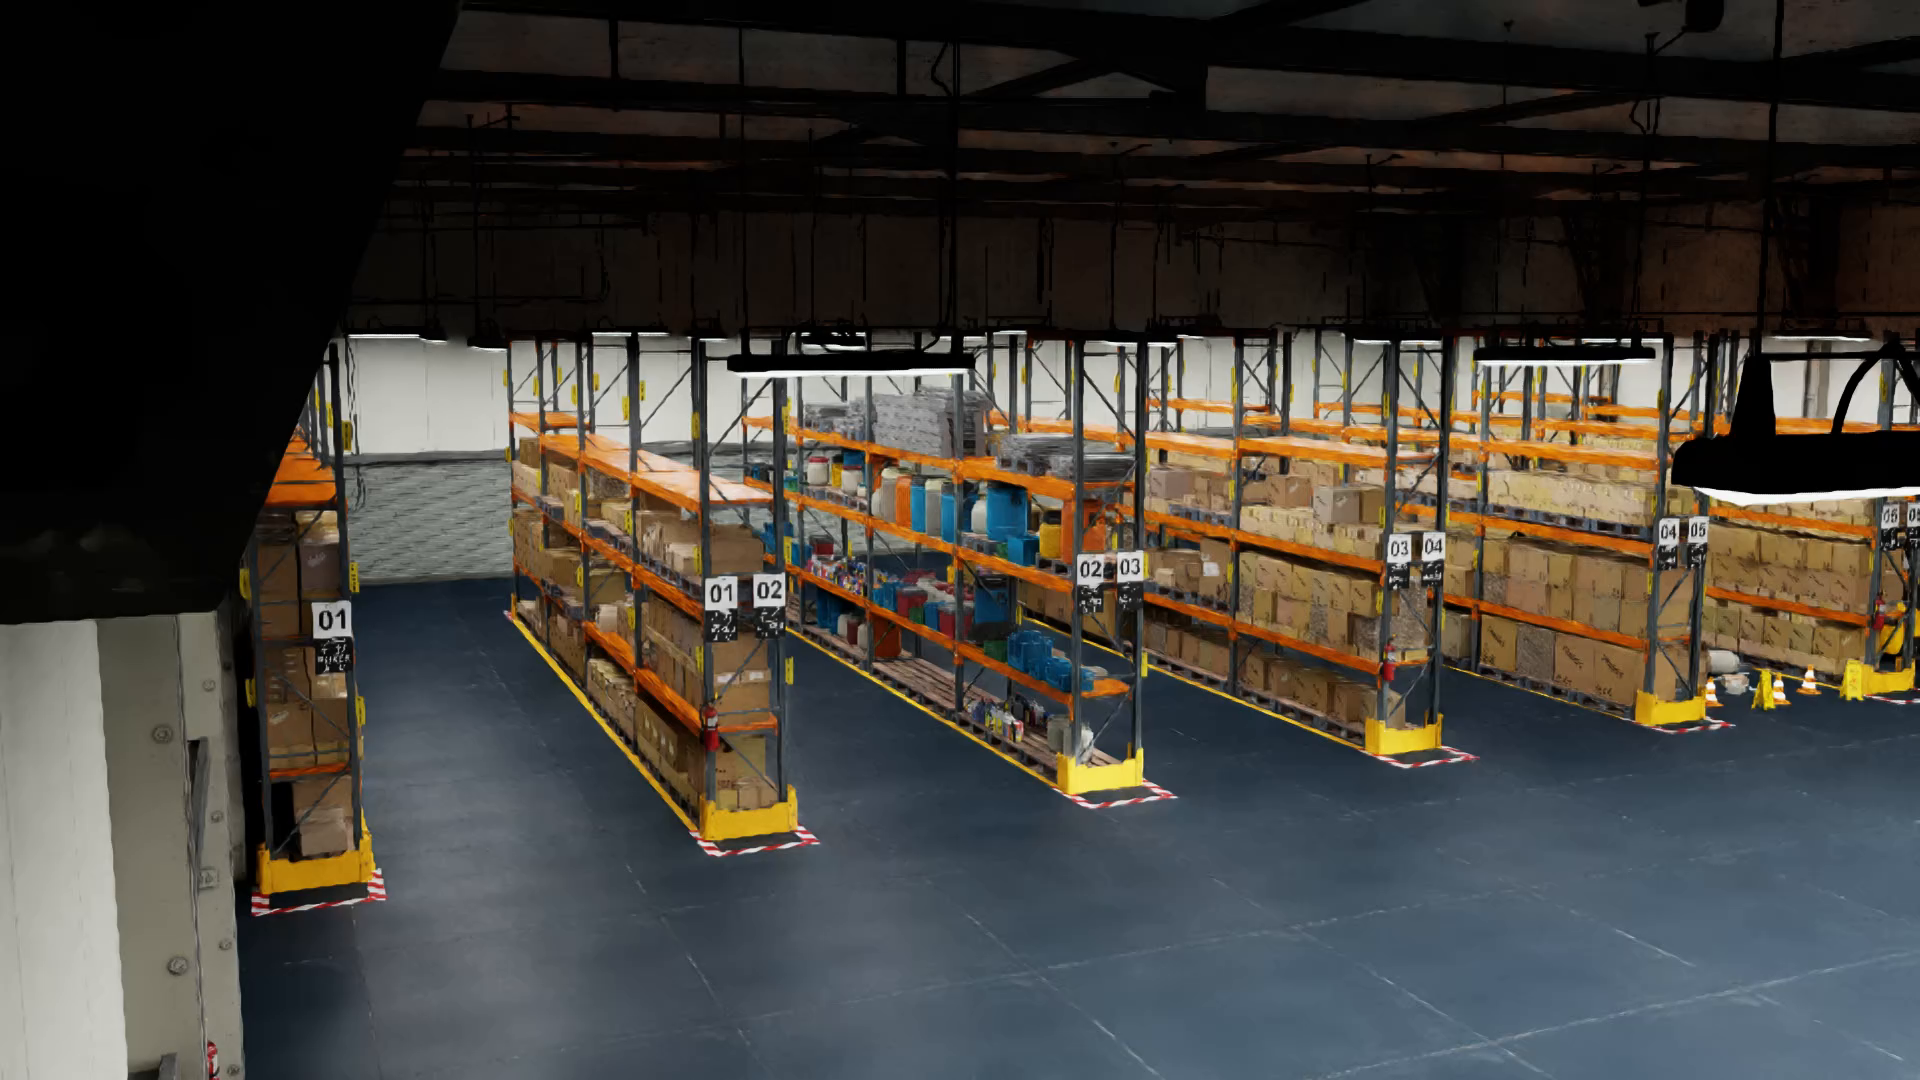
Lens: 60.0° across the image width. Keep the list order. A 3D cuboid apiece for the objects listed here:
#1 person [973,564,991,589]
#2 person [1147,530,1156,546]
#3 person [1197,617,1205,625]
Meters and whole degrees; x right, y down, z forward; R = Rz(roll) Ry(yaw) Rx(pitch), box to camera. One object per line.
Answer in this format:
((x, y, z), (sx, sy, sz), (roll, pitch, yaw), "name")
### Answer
((0.447, 1.007, 33.564), (0.417, 1.517, 1.037), (-3, 8, -21), "person")
((4.745, -0.278, 42.249), (0.586, 1.762, 0.708), (6, 10, 40), "person")
((4.571, 1.062, 32.856), (0.495, 1.589, 1.086), (-3, 8, -21), "person")
